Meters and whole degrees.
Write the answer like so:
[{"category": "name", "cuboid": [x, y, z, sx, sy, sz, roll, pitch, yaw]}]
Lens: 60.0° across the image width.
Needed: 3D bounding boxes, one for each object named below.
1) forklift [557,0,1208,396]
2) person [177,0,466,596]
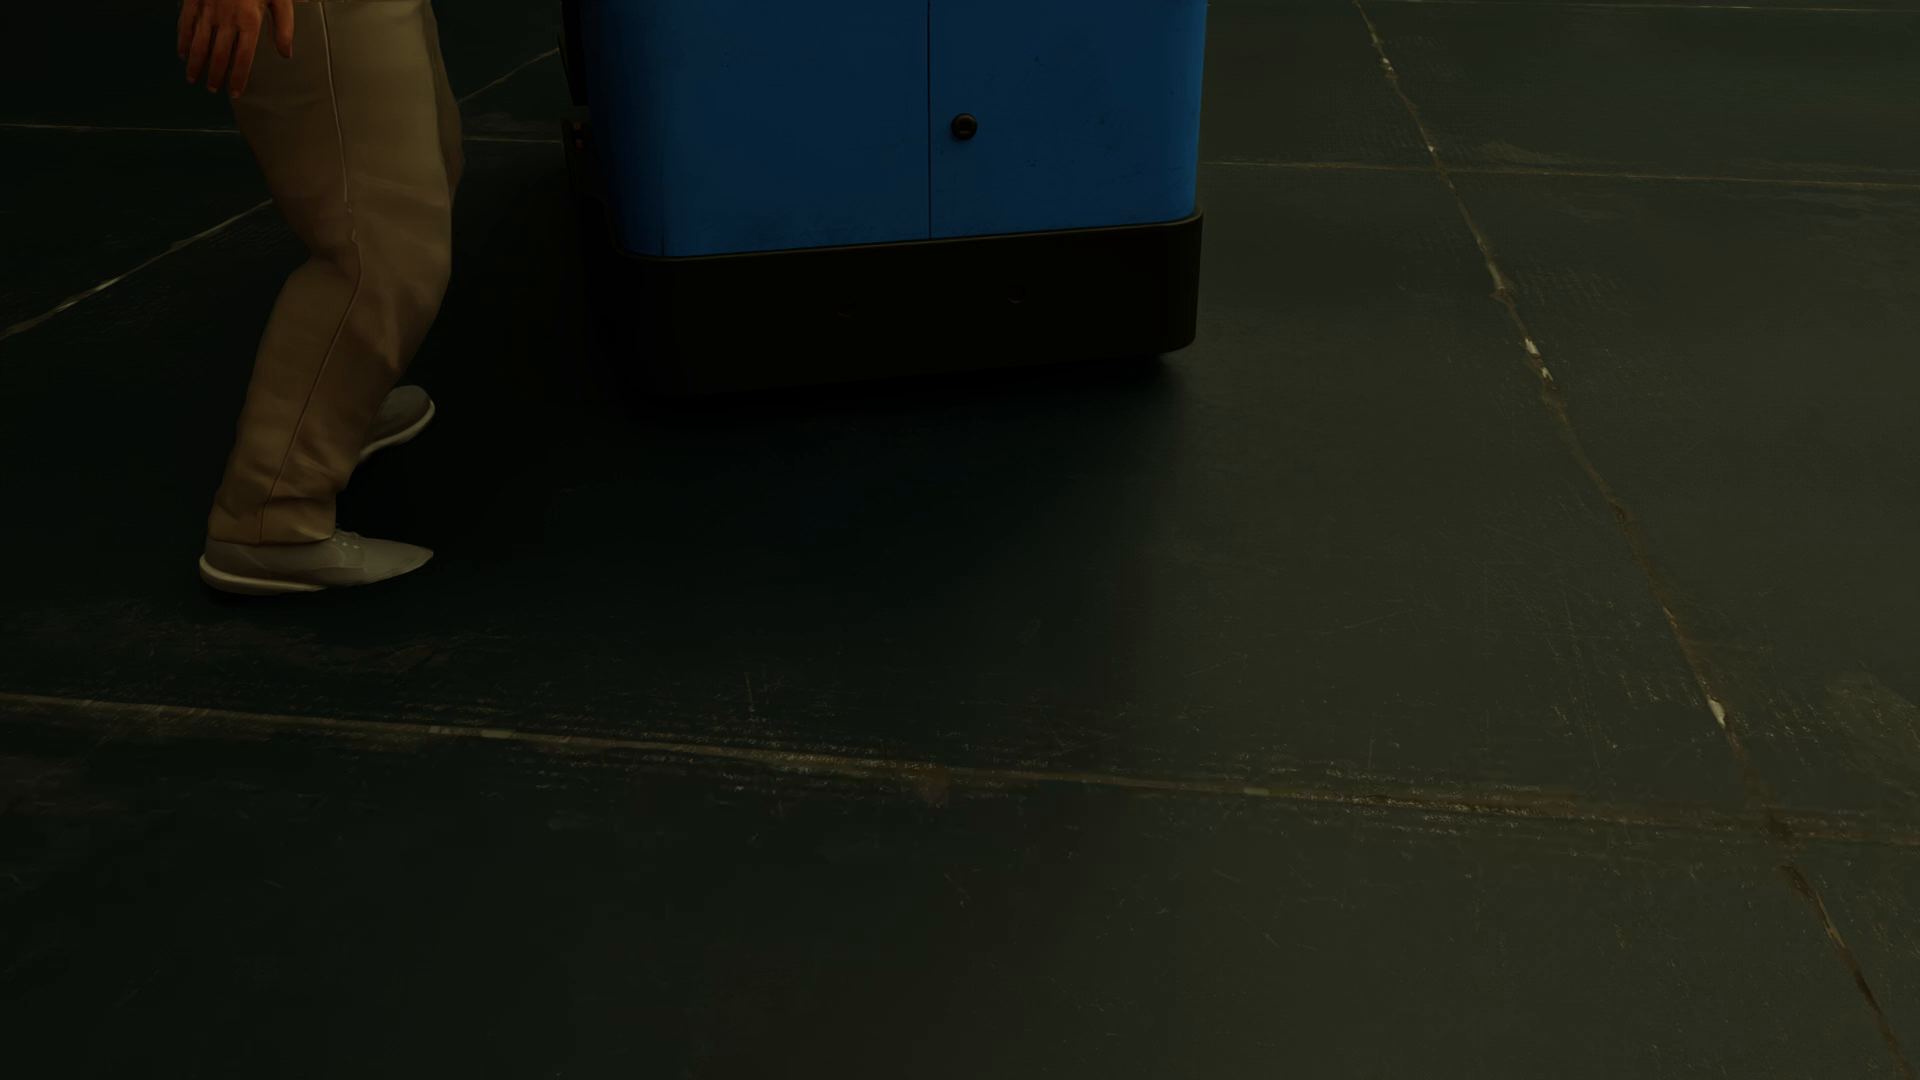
[{"category": "forklift", "cuboid": [-0.422, -2.193, 3.612, 1.130, 2.935, 3.031, -7, 27, -13]}, {"category": "person", "cuboid": [-0.907, -0.754, 2.194, 0.456, 1.713, 0.896, -9, 28, -17]}]
